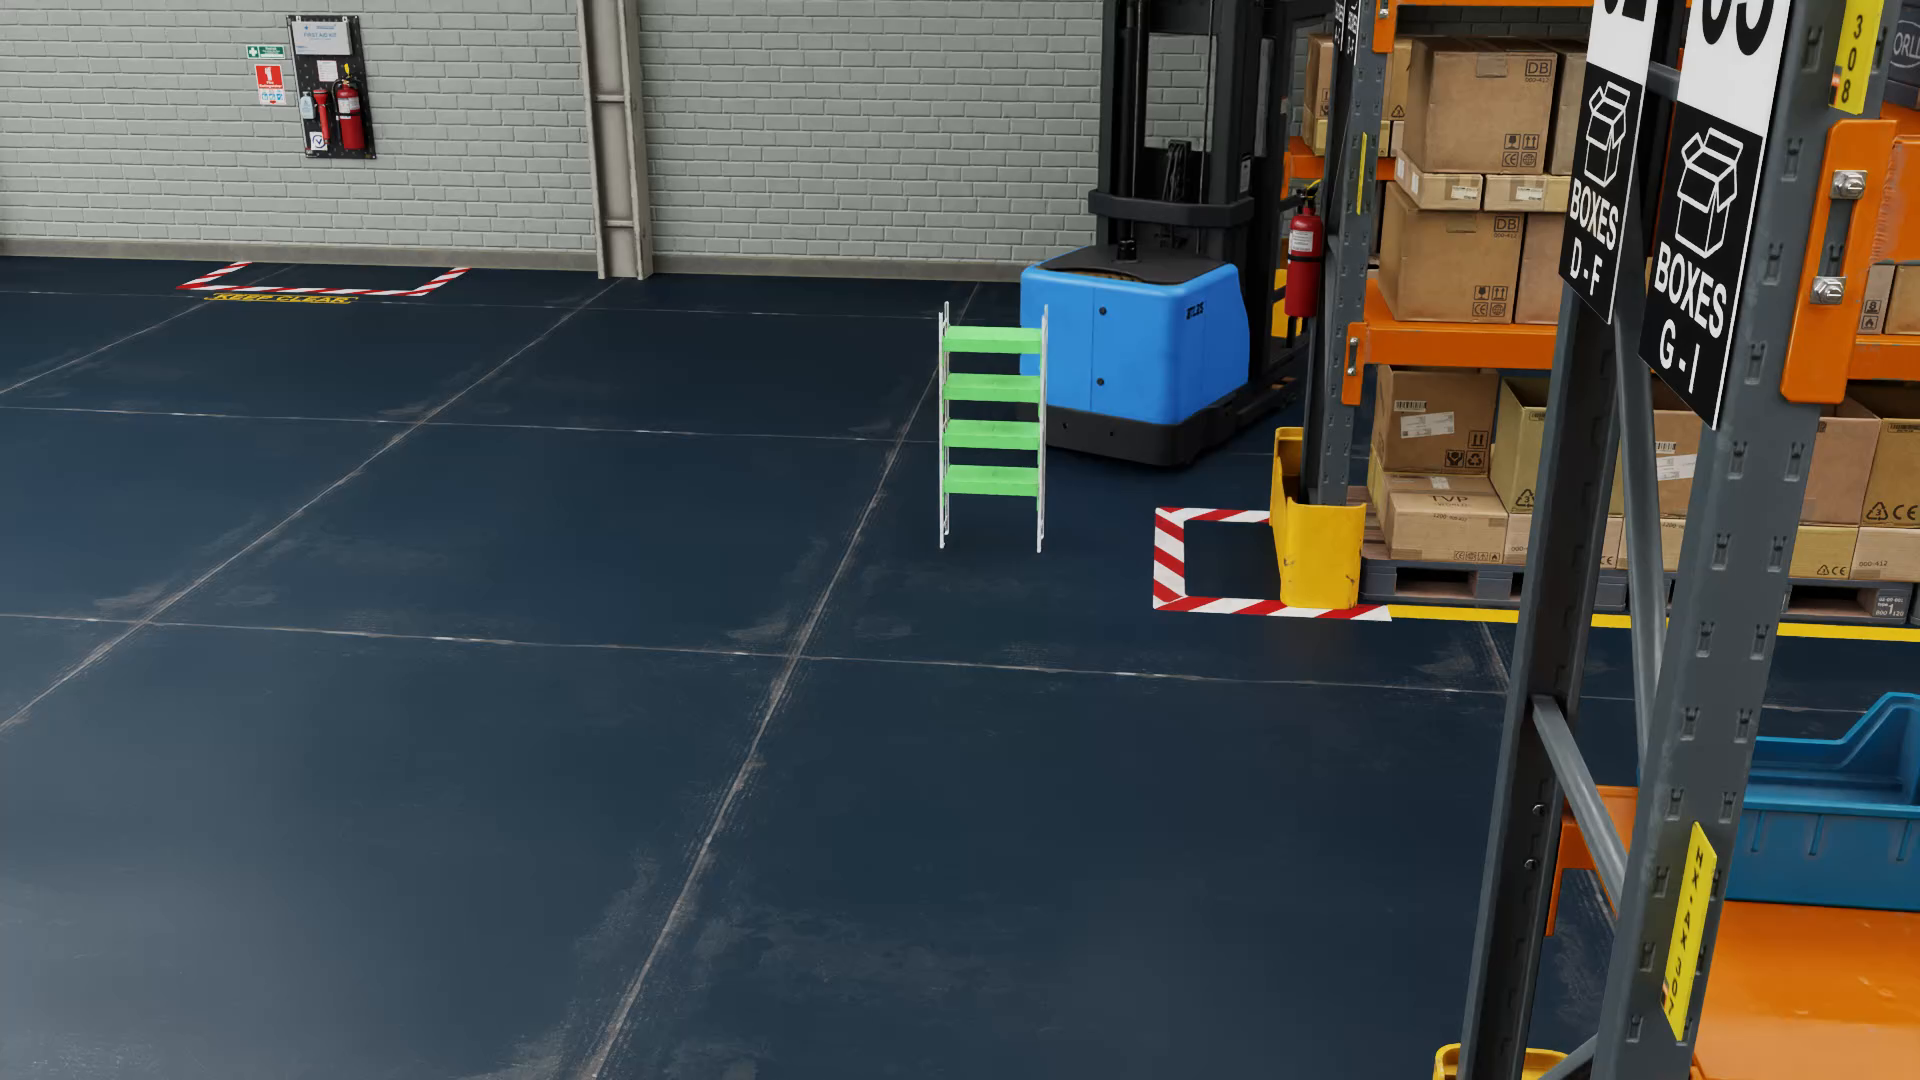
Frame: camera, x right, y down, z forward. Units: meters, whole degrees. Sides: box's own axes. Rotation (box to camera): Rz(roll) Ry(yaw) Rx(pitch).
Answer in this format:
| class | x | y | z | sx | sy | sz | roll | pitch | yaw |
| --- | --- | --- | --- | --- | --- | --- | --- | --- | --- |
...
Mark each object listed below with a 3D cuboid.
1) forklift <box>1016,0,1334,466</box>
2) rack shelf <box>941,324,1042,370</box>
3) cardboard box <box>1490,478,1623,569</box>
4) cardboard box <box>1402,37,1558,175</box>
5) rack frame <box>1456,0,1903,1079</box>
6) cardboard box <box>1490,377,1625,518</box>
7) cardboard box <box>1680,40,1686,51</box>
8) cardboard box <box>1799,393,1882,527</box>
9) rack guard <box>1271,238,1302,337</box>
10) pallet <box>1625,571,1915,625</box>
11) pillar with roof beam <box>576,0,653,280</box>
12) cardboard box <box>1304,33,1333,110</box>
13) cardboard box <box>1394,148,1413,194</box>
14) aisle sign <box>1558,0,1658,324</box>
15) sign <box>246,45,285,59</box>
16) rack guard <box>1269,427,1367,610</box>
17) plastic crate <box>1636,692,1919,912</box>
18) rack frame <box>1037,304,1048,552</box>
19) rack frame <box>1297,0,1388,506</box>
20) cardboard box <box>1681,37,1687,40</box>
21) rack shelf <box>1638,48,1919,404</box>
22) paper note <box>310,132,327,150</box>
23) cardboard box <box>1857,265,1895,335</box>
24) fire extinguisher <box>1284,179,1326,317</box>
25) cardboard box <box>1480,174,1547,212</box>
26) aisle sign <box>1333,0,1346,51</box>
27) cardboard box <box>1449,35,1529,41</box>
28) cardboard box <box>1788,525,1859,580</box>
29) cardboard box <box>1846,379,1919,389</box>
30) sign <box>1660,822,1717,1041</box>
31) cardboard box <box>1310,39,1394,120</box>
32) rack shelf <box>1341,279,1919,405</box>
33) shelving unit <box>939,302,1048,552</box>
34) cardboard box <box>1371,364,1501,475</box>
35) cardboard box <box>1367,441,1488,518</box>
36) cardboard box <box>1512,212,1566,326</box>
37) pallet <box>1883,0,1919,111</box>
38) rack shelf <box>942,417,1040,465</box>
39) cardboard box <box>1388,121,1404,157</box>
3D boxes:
| class | x | y | z | sx | sy | sz | roll | pitch | yaw |
| --- | --- | --- | --- | --- | --- | --- | --- | --- | --- |
| forklift | 1.539 | -2.266 | 10.184 | 1.130 | 2.935 | 3.031 | 13 | 25 | 30 |
| rack shelf | 0.164 | -0.938 | 8.048 | 0.480 | 0.148 | 0.258 | 2 | 22 | 6 |
| cardboard box | 2.751 | -0.084 | 7.741 | 0.500 | 0.250 | 0.500 | 2 | 22 | 6 |
| cardboard box | 2.262 | -1.915 | 7.302 | 0.500 | 0.500 | 0.700 | 3 | 22 | 6 |
| rack frame | 1.160 | 0.518 | 3.051 | 0.053 | 2.616 | 0.949 | 2 | 22 | 6 |
| cardboard box | 2.750 | -0.432 | 7.601 | 0.500 | 0.500 | 0.500 | 2 | 22 | 6 |
| cardboard box | 3.286 | -1.872 | 7.195 | 0.500 | 0.500 | 0.700 | 3 | 22 | 7 |
| cardboard box | 3.743 | -0.387 | 7.487 | 0.500 | 0.500 | 0.500 | 2 | 22 | 6 |
| rack guard | 2.402 | -1.935 | 12.654 | 0.348 | 0.500 | 1.175 | 2 | 22 | 6 |
| pallet | 3.720 | 0.076 | 7.960 | 1.213 | 0.211 | 1.003 | 2 | 22 | 6 |
| pillar with roof beam | -3.341 | -4.864 | 8.503 | 0.400 | 9.000 | 9.100 | 2 | 22 | 6 |
| cardboard box | 2.820 | -3.446 | 12.234 | 0.500 | 0.500 | 0.500 | 2 | 22 | 6 |
| cardboard box | 2.149 | -1.693 | 7.624 | 0.250 | 0.149 | 0.380 | 2 | 22 | 5 |
| aisle sign | 1.124 | -0.804 | 2.858 | 0.004 | 0.787 | 0.394 | 2 | 22 | 6 |
| sign | -5.818 | -4.088 | 13.930 | 0.331 | 0.109 | 0.001 | 2 | 22 | 6 |
| rack guard | 1.724 | -0.130 | 8.090 | 0.348 | 0.500 | 1.175 | 2 | 22 | 6 |
| plastic crate | 1.693 | 0.498 | 3.303 | 0.616 | 0.251 | 0.499 | 2 | 22 | 6 |
| rack frame | 0.407 | -0.540 | 8.174 | 0.015 | 1.200 | 0.240 | 2 | 22 | 6 |
| rack frame | 1.747 | -1.292 | 7.628 | 0.127 | 3.000 | 1.000 | 2 | 22 | 6 |
| cardboard box | 5.343 | -3.336 | 11.956 | 0.500 | 0.500 | 0.500 | 2 | 22 | 6 |
| rack shelf | 3.147 | -0.457 | 2.416 | 4.000 | 0.370 | 1.077 | 2 | 22 | 6 |
| paper note | -5.452 | -3.390 | 14.133 | 0.142 | 0.148 | 0.016 | 2 | 22 | 6 |
| cardboard box | 3.747 | -1.248 | 7.380 | 0.500 | 0.500 | 0.700 | 3 | 22 | 8 |
| fire extinguisher | 1.685 | -1.431 | 8.084 | 0.183 | 0.674 | 0.296 | 2 | 22 | 6 |
| cardboard box | 2.374 | -1.534 | 7.222 | 0.250 | 0.149 | 0.380 | 2 | 22 | 5 |
| aisle sign | 1.717 | -2.611 | 7.428 | 0.004 | 0.787 | 0.394 | 2 | 22 | 6 |
| cardboard box | 3.832 | -3.400 | 12.117 | 0.500 | 0.500 | 0.500 | 2 | 22 | 5 |
| cardboard box | 3.743 | -0.039 | 7.626 | 0.500 | 0.250 | 0.500 | 2 | 22 | 6 |
| cardboard box | 4.303 | -0.562 | 7.930 | 0.500 | 0.500 | 0.500 | 2 | 22 | 6 |
| sign | 1.092 | 0.588 | 2.495 | 0.005 | 0.325 | 0.100 | 2 | 22 | 6 |
| cardboard box | 2.765 | -3.259 | 11.759 | 0.500 | 0.500 | 0.500 | 3 | 22 | 6 |
| rack shelf | 3.733 | -0.871 | 7.541 | 4.000 | 0.370 | 1.077 | 2 | 22 | 6 |
| shelving unit | 0.164 | -0.551 | 8.201 | 0.503 | 1.200 | 0.258 | 2 | 22 | 6 |
| cardboard box | 2.315 | -0.643 | 8.134 | 0.500 | 0.500 | 0.500 | 2 | 22 | 6 |
| cardboard box | 2.315 | -0.293 | 8.270 | 0.500 | 0.250 | 0.500 | 2 | 22 | 6 |
| cardboard box | 2.732 | -1.293 | 7.493 | 0.500 | 0.500 | 0.700 | 3 | 22 | 8 |
| pallet | 1.971 | -0.719 | 2.356 | 1.213 | 0.211 | 1.003 | 2 | 22 | 6 |
| rack shelf | 0.164 | -0.491 | 8.225 | 0.480 | 0.148 | 0.258 | 2 | 22 | 6 |
| cardboard box | 3.291 | -2.886 | 11.836 | 0.500 | 0.250 | 0.500 | 2 | 22 | 5 |
